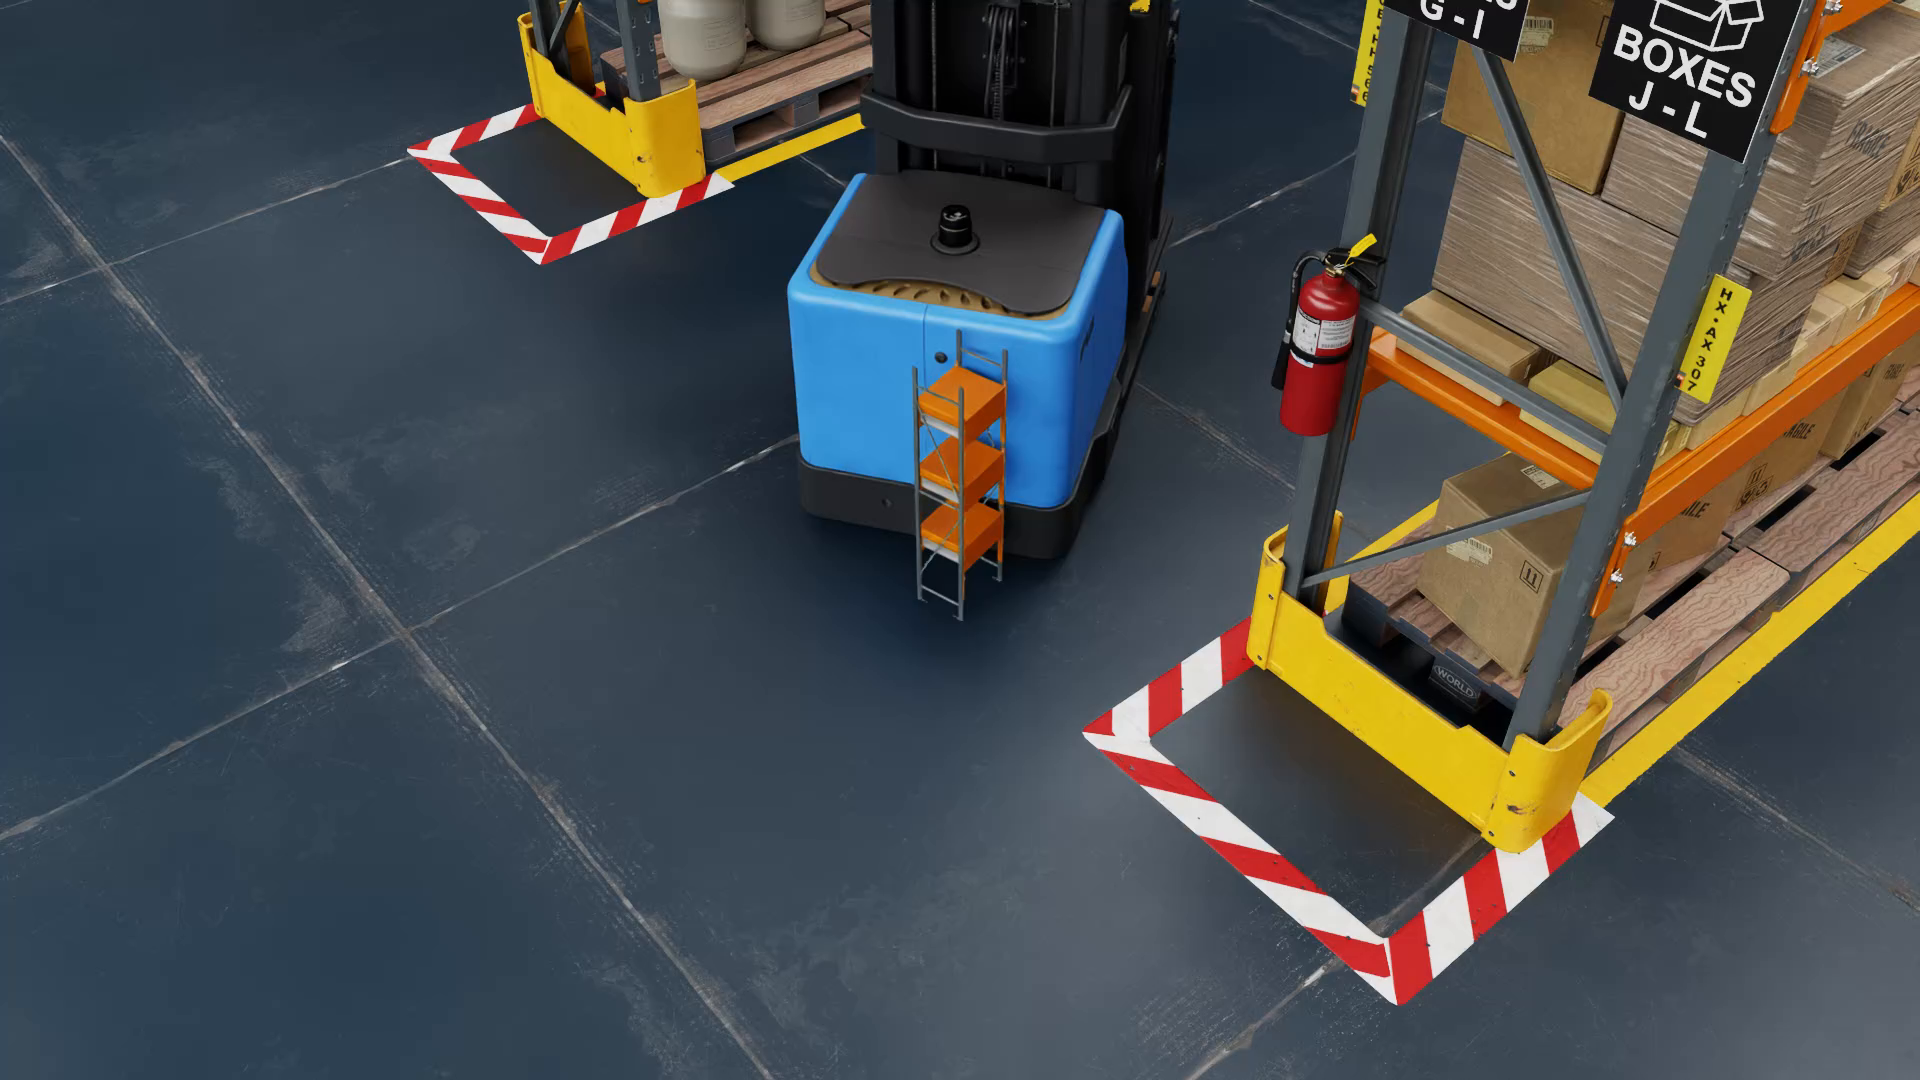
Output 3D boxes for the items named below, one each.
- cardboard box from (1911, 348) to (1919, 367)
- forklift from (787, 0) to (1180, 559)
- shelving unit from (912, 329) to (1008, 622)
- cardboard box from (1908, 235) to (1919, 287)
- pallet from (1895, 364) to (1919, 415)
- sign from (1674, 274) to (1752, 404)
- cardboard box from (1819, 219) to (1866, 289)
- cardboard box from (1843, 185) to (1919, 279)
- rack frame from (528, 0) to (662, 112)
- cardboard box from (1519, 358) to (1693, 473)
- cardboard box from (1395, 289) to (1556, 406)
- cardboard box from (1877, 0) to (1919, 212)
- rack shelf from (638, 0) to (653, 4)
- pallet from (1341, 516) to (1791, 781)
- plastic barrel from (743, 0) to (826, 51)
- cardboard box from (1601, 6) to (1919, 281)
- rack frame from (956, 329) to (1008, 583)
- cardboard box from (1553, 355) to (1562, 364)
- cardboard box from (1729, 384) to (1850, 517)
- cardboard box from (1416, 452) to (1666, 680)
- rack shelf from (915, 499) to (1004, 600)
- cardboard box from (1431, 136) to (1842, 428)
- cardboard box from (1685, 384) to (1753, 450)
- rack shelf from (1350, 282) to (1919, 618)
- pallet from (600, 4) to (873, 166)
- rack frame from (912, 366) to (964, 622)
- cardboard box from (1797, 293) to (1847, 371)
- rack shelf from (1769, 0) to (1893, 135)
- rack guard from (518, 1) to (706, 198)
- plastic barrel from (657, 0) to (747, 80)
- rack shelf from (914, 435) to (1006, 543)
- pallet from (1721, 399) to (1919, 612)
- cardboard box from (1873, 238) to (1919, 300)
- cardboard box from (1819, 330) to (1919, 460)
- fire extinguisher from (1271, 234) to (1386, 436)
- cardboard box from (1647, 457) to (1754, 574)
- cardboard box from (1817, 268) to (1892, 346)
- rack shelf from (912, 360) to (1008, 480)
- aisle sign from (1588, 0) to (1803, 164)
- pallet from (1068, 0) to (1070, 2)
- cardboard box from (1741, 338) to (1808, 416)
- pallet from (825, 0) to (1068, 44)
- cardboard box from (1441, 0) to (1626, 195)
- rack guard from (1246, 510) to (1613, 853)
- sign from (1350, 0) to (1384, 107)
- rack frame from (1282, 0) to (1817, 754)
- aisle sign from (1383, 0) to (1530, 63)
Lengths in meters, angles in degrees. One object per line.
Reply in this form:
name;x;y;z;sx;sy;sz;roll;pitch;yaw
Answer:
cardboard box;3.727;-1.032;6.676;0.500;0.500;0.500;-15;45;-16
forklift;0.283;-2.024;6.264;1.130;2.935;3.031;11;44;11
shelving unit;0.000;-0.200;5.696;0.215;1.050;0.252;26;49;25
cardboard box;3.010;-0.959;5.264;0.250;0.149;0.380;-30;51;-28
pallet;4.001;-0.870;7.022;1.213;0.211;1.003;-30;51;-28
sign;1.774;-0.474;3.931;0.005;0.325;0.100;-30;51;-28
cardboard box;2.172;-1.098;4.937;0.500;0.500;0.875;-30;51;-28
cardboard box;2.583;-1.294;5.147;0.500;0.500;0.875;-30;51;-28
rack frame;-1.752;-3.044;7.300;0.127;3.000;1.000;-30;51;-28
cardboard box;1.797;-0.351;4.617;0.250;0.149;0.380;-30;51;-28
cardboard box;1.512;-0.585;4.865;0.250;0.149;0.380;-30;51;-28
cardboard box;2.411;-1.267;4.387;0.500;0.500;0.500;-30;51;-28
rack shelf;-0.218;-3.660;8.481;4.000;0.370;1.077;-30;51;-28
pallet;2.130;0.202;5.881;1.213;0.211;1.003;-30;51;-28
plastic barrel;-0.912;-2.839;8.593;0.421;0.512;0.421;0;43;0
cardboard box;2.023;-1.051;4.157;0.500;0.500;0.500;-30;51;-28
rack frame;0.071;-0.268;5.768;0.200;1.050;0.008;26;49;25
cardboard box;1.704;-0.694;4.982;0.250;0.149;0.380;-30;51;-28
cardboard box;2.844;-0.496;6.106;0.500;0.500;0.500;-25;49;-24
cardboard box;1.916;0.050;5.525;0.500;0.500;0.500;-21;47;-21
rack shelf;0.000;0.011;5.893;0.215;0.259;0.240;26;49;25
cardboard box;1.865;-0.815;4.636;0.500;0.500;0.875;-30;51;-28
cardboard box;2.001;-0.451;4.723;0.250;0.149;0.380;-30;51;-28
rack shelf;2.960;-1.059;5.712;4.000;0.370;1.077;-30;51;-28
pallet;-1.097;-2.439;8.693;1.213;0.211;1.003;-30;51;-28
rack frame;-0.070;-0.132;5.623;0.200;1.050;0.008;26;49;25
cardboard box;2.381;-0.674;4.960;0.250;0.149;0.380;-30;51;-28
rack shelf;2.960;-2.153;4.685;4.000;0.370;1.077;-30;51;-28
rack guard;-1.724;-2.191;8.217;0.348;0.500;1.175;-30;51;-28
plastic barrel;-1.296;-2.619;8.358;0.421;0.512;0.421;0;43;0
rack shelf;0.000;-0.192;5.703;0.215;0.259;0.240;26;49;25
pallet;3.065;-0.331;6.448;1.213;0.211;1.003;-30;51;-28
cardboard box;2.752;-0.904;5.205;0.250;0.149;0.380;-30;51;-28
cardboard box;3.301;-0.718;6.342;0.500;0.500;0.500;34;53;31
fire extinguisher;1.042;-0.606;4.761;0.183;0.674;0.296;-30;51;-28
cardboard box;2.352;-0.231;5.824;0.500;0.500;0.500;-17;46;-18
cardboard box;2.578;-0.780;5.073;0.250;0.149;0.380;-30;51;-28
rack shelf;0.000;-0.399;5.509;0.215;0.259;0.240;26;49;25
aisle sign;1.571;-1.206;3.444;0.004;0.787;0.394;-30;51;-28
pallet;0.774;-3.511;9.834;1.213;0.211;1.003;-30;51;-28
cardboard box;2.203;-0.553;4.831;0.250;0.149;0.380;-30;51;-28
pallet;-0.162;-2.972;9.261;1.213;0.211;1.003;-30;51;-28
cardboard box;1.689;-1.324;4.448;0.500;0.500;0.500;-30;51;-28
rack guard;1.484;0.435;5.422;0.348;0.500;1.175;-30;51;-28
sign;1.085;-1.280;4.346;0.005;0.325;0.100;-30;51;-28
rack frame;1.426;-0.443;4.531;0.127;3.000;1.000;-30;51;-28
aisle sign;1.186;-1.521;3.779;0.004;0.787;0.394;-30;51;-28
